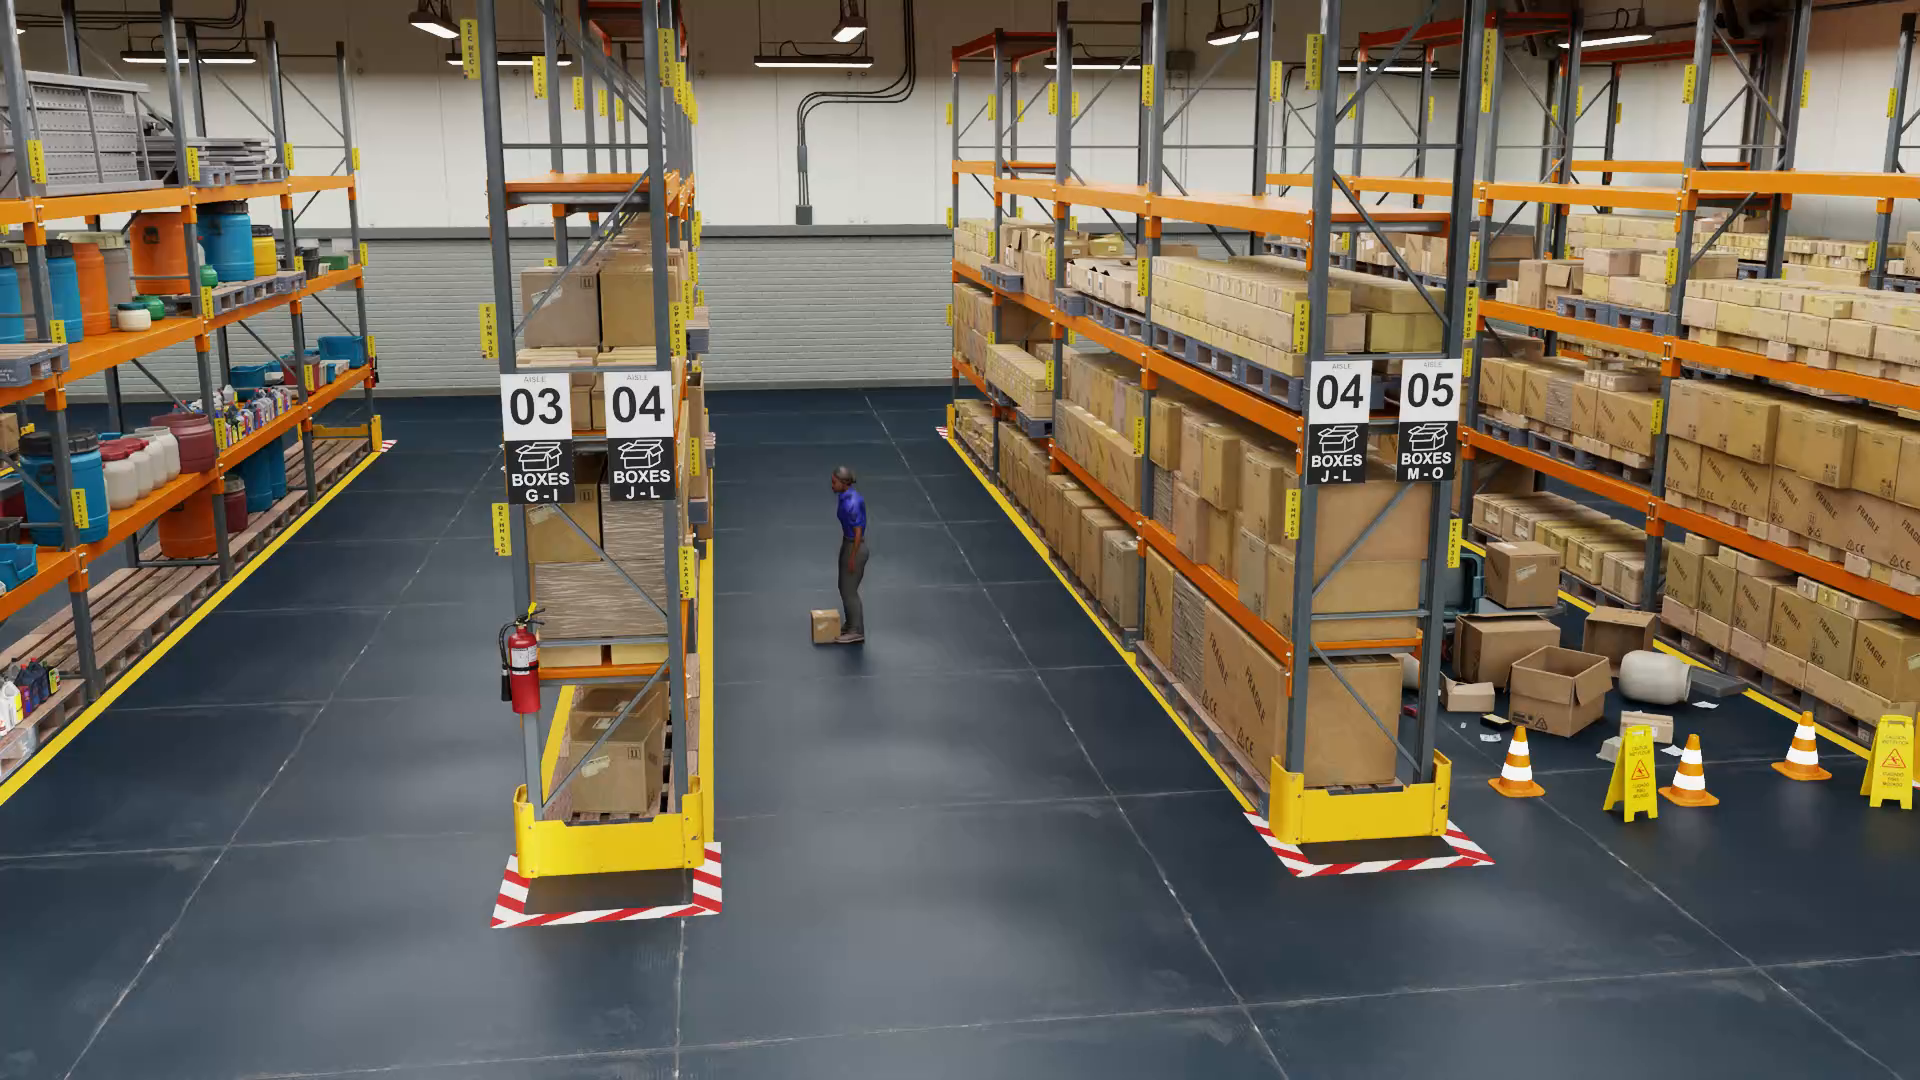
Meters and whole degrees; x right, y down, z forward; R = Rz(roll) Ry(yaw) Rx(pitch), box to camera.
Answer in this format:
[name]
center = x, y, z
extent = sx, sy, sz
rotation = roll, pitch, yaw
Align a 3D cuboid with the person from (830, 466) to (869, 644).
[person]
center = -1.031, 0.118, 15.500
extent = 0.352, 1.653, 0.530
rotation = -3, 14, -12
